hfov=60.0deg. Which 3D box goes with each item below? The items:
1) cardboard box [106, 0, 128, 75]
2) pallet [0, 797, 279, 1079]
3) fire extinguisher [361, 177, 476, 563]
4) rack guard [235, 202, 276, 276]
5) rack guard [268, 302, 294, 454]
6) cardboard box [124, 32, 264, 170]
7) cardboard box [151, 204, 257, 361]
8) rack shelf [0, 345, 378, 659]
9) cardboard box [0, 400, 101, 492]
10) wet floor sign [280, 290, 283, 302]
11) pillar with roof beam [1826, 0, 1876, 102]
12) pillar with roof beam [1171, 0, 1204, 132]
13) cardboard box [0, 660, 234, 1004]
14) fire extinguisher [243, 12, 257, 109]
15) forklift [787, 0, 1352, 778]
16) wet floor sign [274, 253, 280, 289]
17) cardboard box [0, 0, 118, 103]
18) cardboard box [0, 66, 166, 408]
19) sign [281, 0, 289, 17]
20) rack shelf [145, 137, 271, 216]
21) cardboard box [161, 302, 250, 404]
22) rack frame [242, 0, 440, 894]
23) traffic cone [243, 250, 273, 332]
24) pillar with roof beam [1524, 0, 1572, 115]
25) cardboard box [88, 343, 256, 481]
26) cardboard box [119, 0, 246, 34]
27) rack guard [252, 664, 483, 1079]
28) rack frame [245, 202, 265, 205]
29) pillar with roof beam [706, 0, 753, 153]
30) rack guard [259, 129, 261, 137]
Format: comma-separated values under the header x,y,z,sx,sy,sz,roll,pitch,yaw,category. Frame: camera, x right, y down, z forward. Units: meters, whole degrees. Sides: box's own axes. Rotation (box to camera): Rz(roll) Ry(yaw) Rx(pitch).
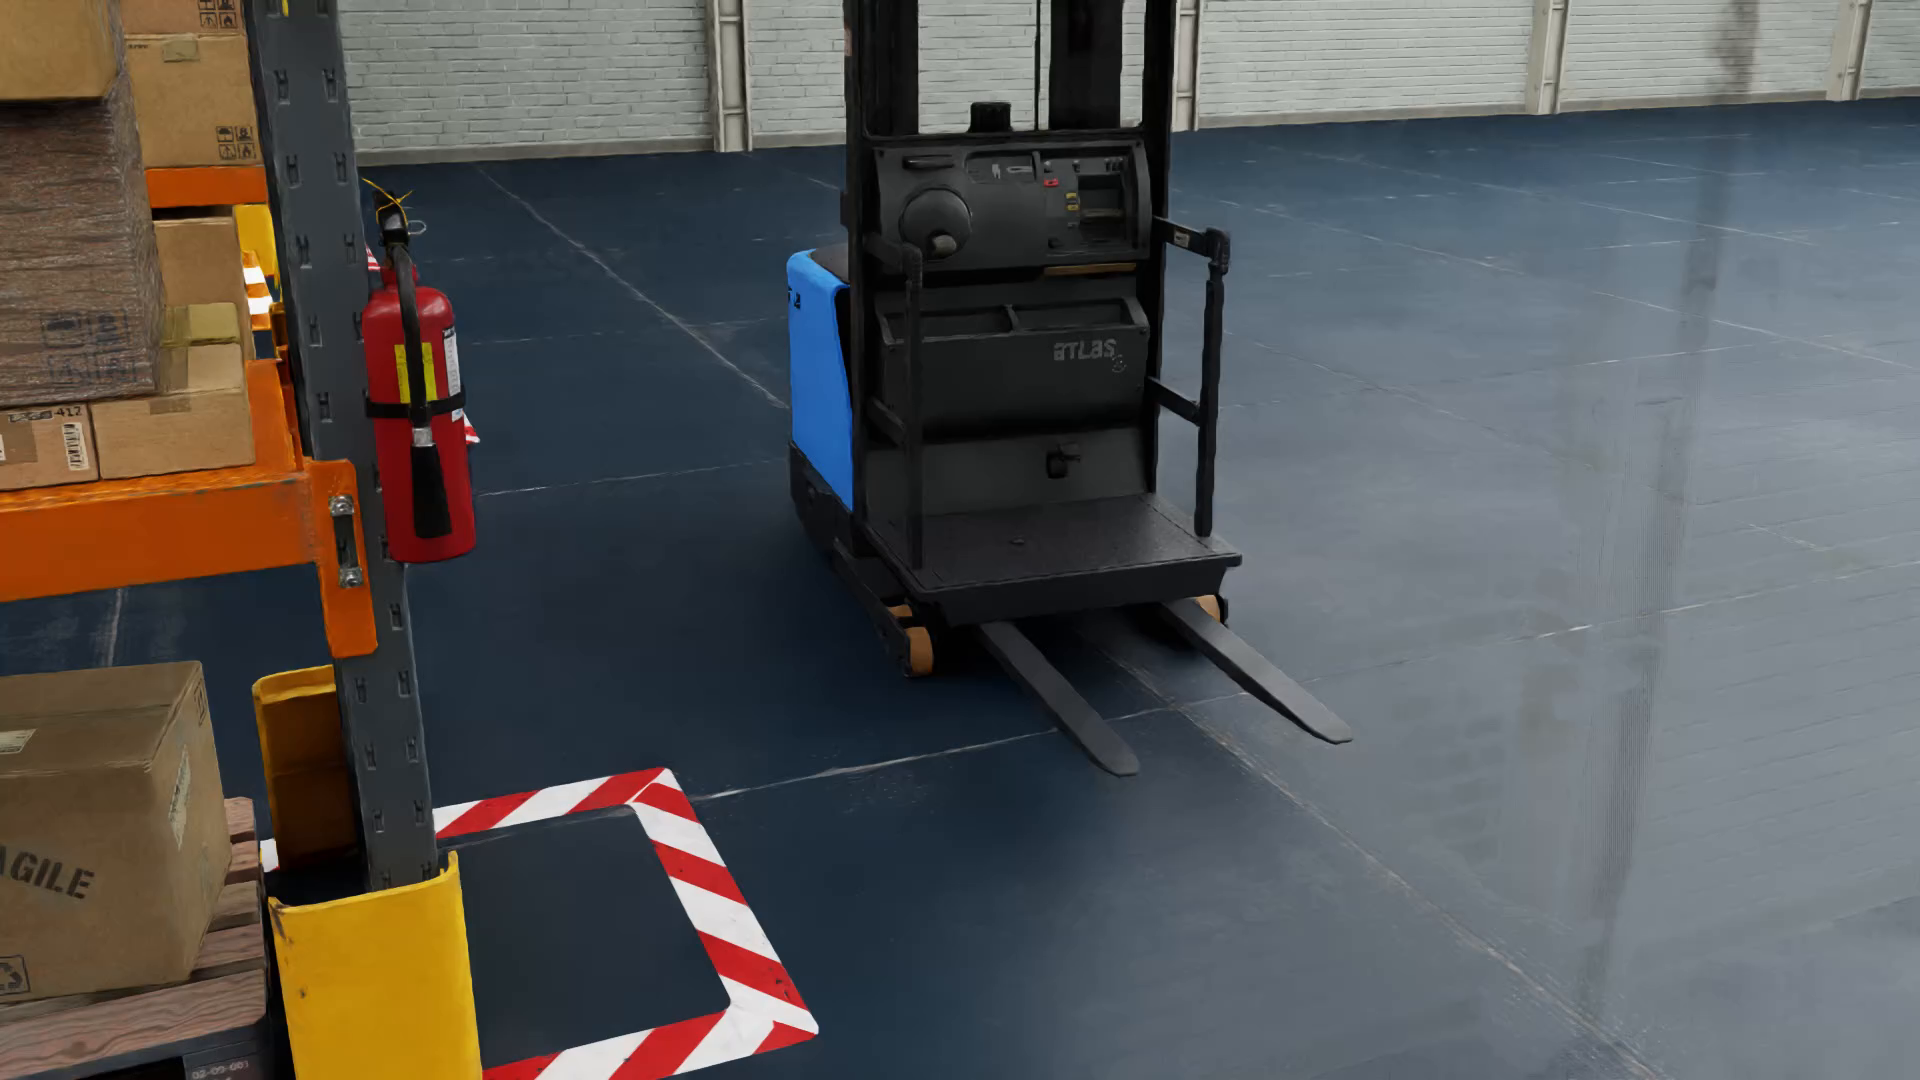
x,y,z,sx,sy,sz,roll,pitch,yaw,category
-1.885,-1.133,3.119,0.500,0.500,0.500,-8,21,-22,cardboard box
-2.102,0.959,3.482,1.213,0.211,1.003,-8,21,-22,pallet
-0.984,-0.301,2.977,0.183,0.674,0.296,-8,21,-22,fire extinguisher
-5.267,-2.296,12.290,0.348,0.500,1.175,-8,21,-22,rack guard
-3.122,-0.813,8.078,0.348,0.500,1.175,-8,21,-22,rack guard
-3.467,-1.997,7.451,0.550,0.550,0.875,-8,21,-22,cardboard box
-3.740,-1.075,7.626,0.875,0.875,0.875,-8,21,-22,cardboard box
-3.108,0.140,2.692,4.000,0.370,1.077,-8,21,-22,rack shelf
-1.682,-0.211,2.984,0.250,0.149,0.380,-8,21,-22,cardboard box
-3.902,-1.486,9.770,0.232,0.644,0.267,-12,23,-31,wet floor sign
15.579,-9.855,20.963,0.400,9.000,9.100,-8,21,-22,pillar with roof beam
4.560,-8.277,16.480,0.400,9.000,9.100,-8,21,-22,pillar with roof beam
-1.852,0.595,3.447,0.500,0.500,0.500,-4,20,-12,cardboard box
-4.910,-3.323,11.560,0.183,0.674,0.296,-8,21,-22,fire extinguisher
0.247,-1.093,5.213,1.130,2.935,3.031,-6,20,-17,forklift
-4.599,-2.073,11.438,0.232,0.644,0.267,-1,19,-3,wet floor sign
-1.679,-0.974,2.668,0.500,0.500,0.500,-8,21,-22,cardboard box
-1.788,-0.586,3.072,0.500,0.500,0.875,-8,21,-22,cardboard box
-1.071,-0.986,2.587,0.005,0.325,0.100,-8,21,-22,sign
-4.980,-1.386,7.026,4.000,0.370,1.077,-8,21,-22,rack shelf
-1.628,-0.380,3.462,0.250,0.149,0.380,-8,21,-22,cardboard box
-1.272,-0.463,3.320,0.127,3.000,1.000,-8,21,-22,rack frame
-4.329,-1.545,10.212,0.334,0.463,0.336,-8,21,-22,traffic cone
10.070,-9.066,18.721,0.400,9.000,9.100,-8,21,-22,pillar with roof beam
-1.452,-0.244,3.077,0.250,0.149,0.380,-8,21,-22,cardboard box
-3.500,-2.532,7.344,0.550,0.550,0.875,-8,21,-22,cardboard box
-1.342,0.726,3.707,0.348,0.500,1.175,-8,21,-22,rack guard
-5.197,-3.485,11.903,0.127,3.000,1.000,-8,21,-22,rack frame
-0.949,-7.488,14.238,0.400,9.000,9.100,-8,21,-22,pillar with roof beam
-7.145,-3.822,16.625,0.348,0.500,1.175,-8,21,-22,rack guard
